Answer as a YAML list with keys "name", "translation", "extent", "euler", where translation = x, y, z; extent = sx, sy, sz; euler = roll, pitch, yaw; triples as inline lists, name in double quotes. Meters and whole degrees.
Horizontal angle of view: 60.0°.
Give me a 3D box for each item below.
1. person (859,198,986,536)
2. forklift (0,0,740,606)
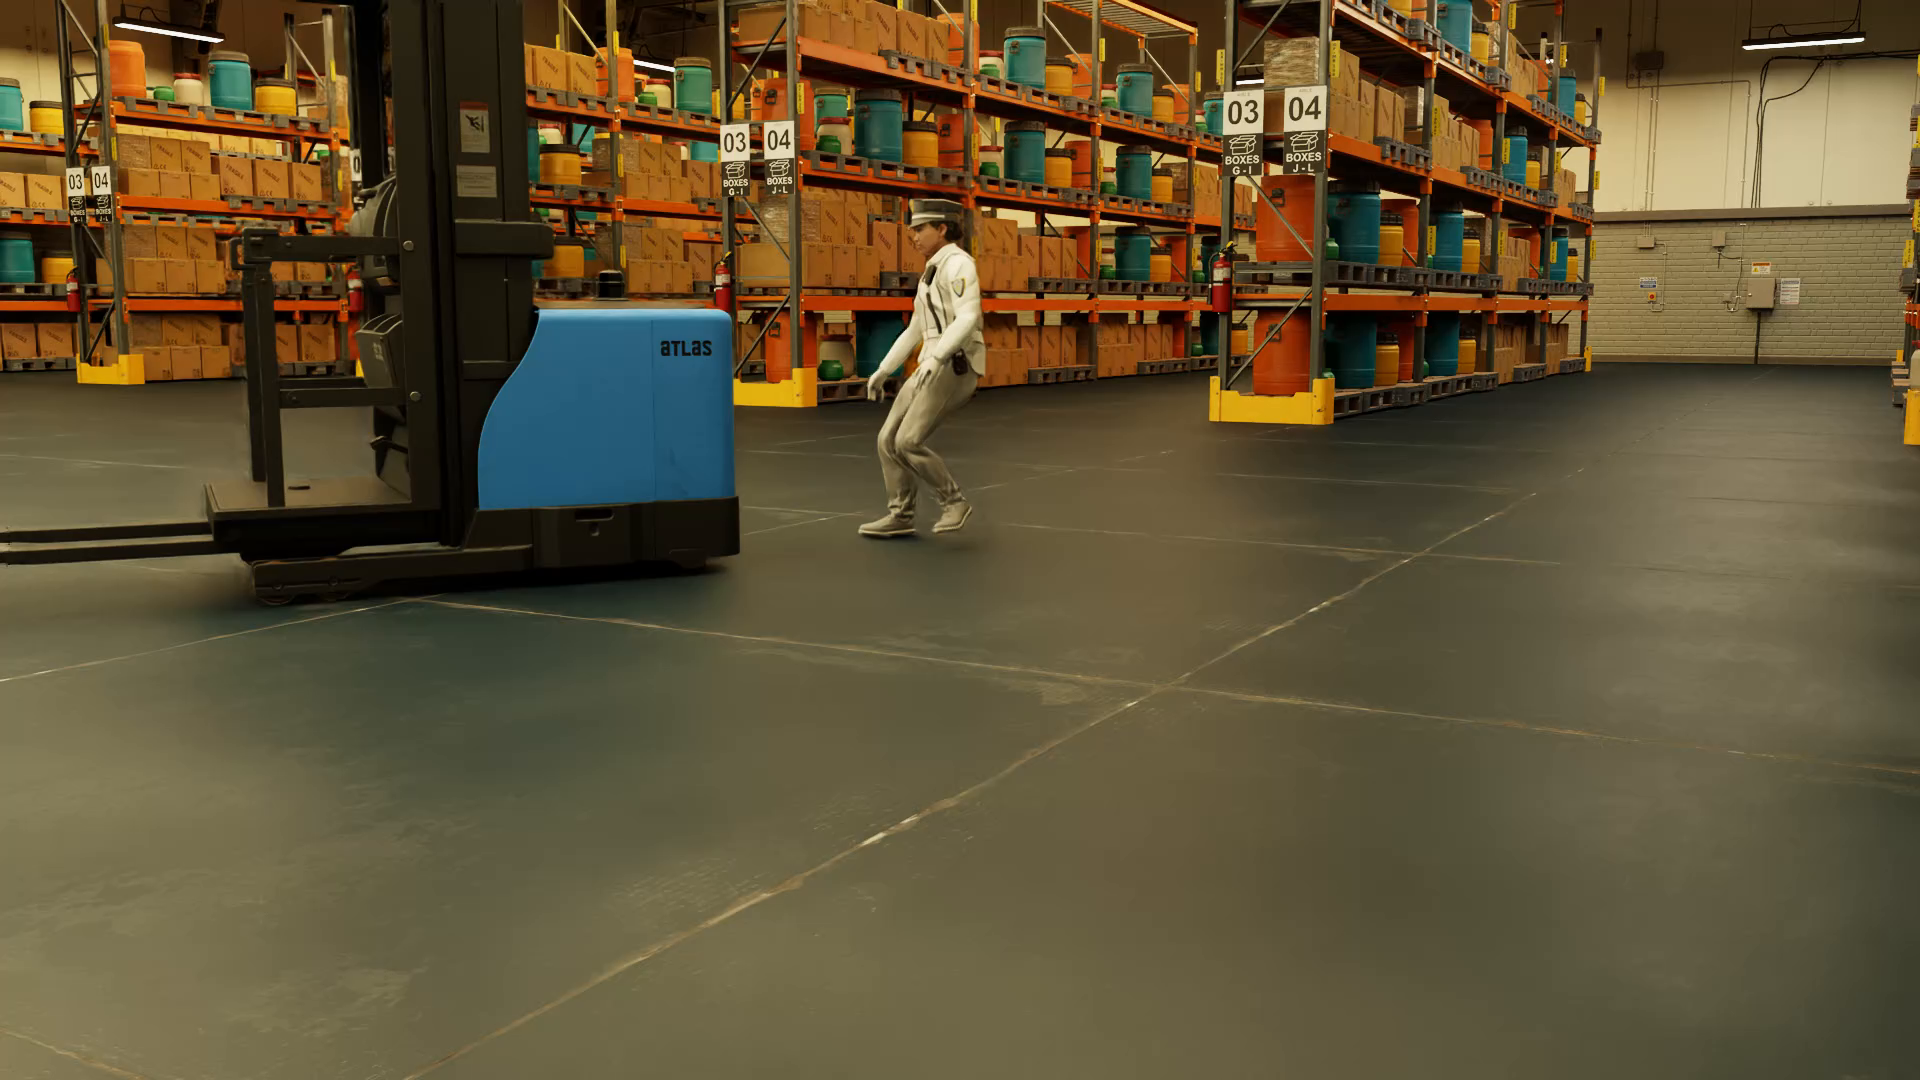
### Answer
- name: "person"
  translation: [-0.168, -0.773, 7.639]
  extent: [0.498, 1.569, 0.687]
  euler: [-3, 8, -18]
- name: "forklift"
  translation: [-2.470, -1.294, 6.470]
  extent: [3.031, 2.935, 1.130]
  euler: [-4, 9, -26]
